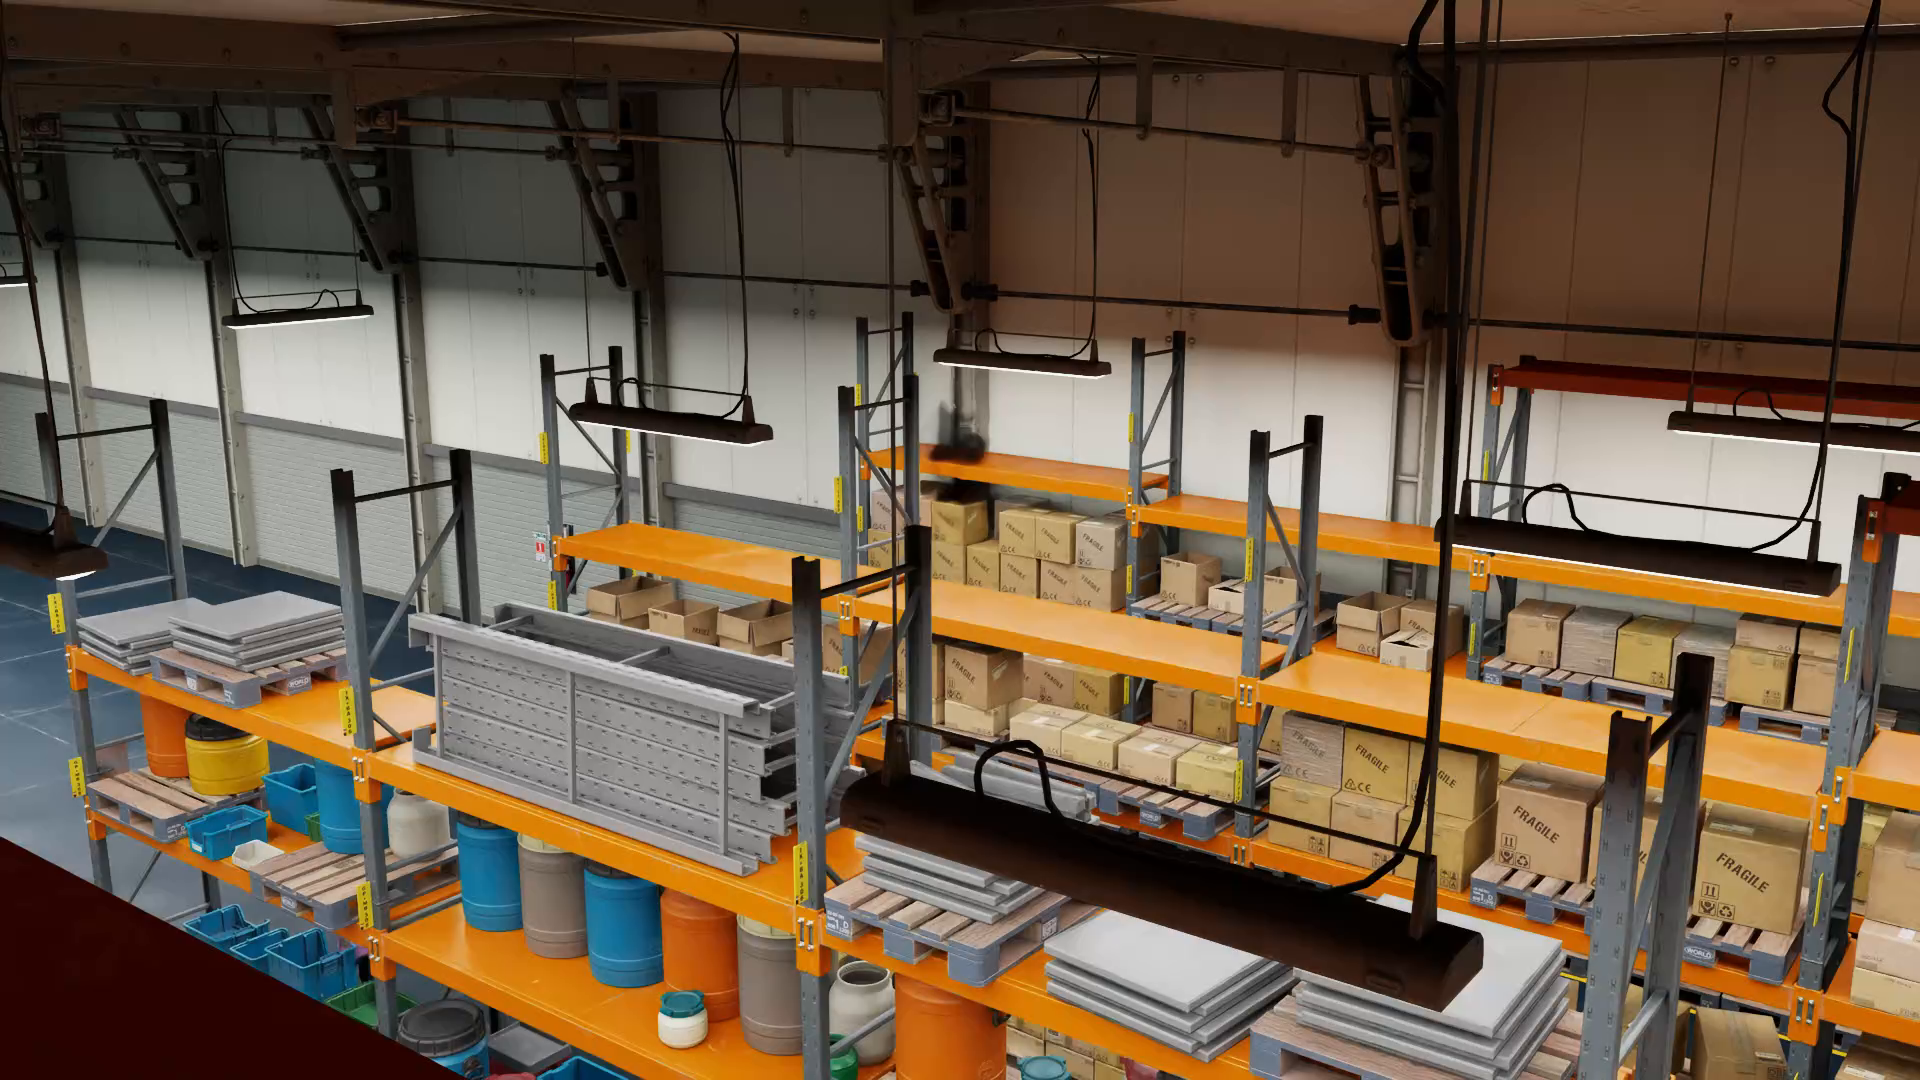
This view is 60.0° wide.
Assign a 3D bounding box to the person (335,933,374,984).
[{"bbox_3d":[-5.552,3.821,15.309,0.744,1.611,0.565,7,15,27],"label":"person"}]
